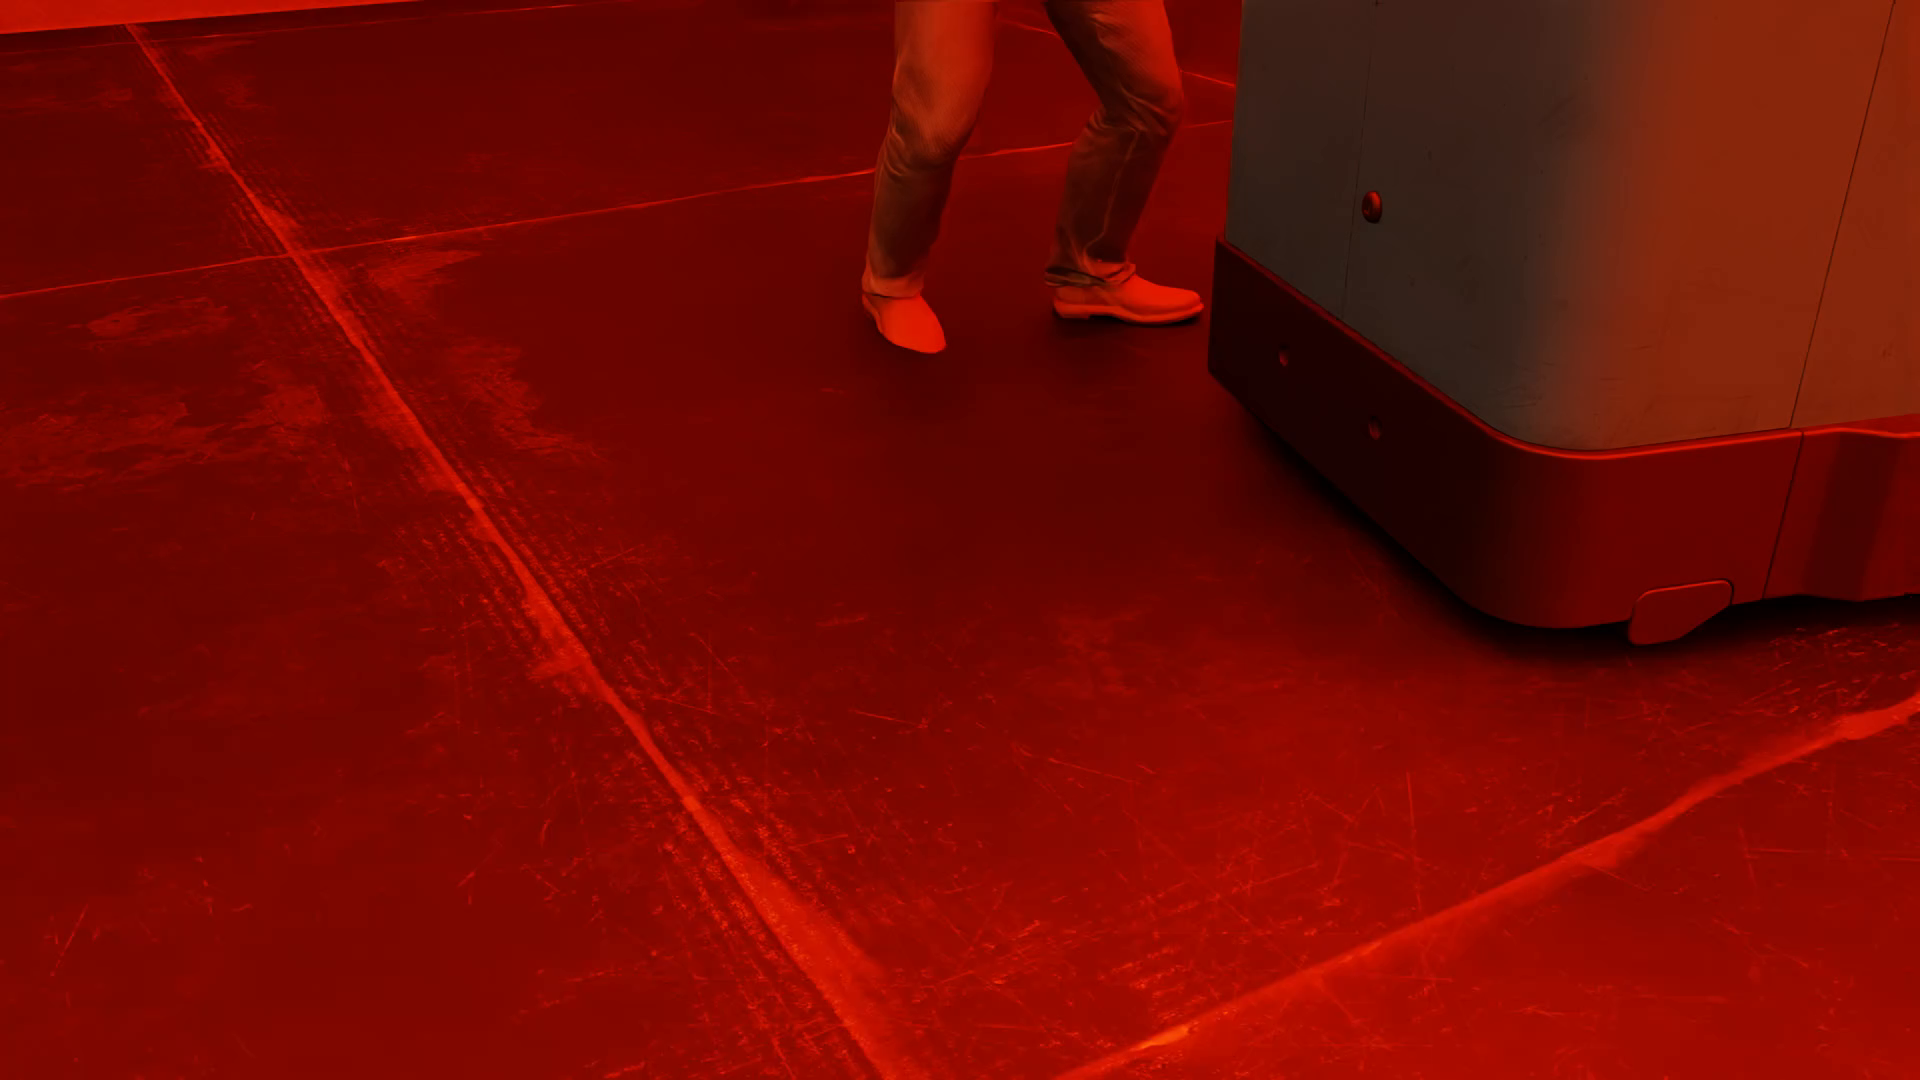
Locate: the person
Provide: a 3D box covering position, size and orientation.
[{"bbox_3d":[0.045,-1.145,2.927,0.905,1.729,0.488,-10,29,-19],"label":"person"}]

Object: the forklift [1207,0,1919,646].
[{"bbox_3d":[2.011,-1.526,2.269,3.031,2.935,1.130,-7,28,-14],"label":"forklift"}]
